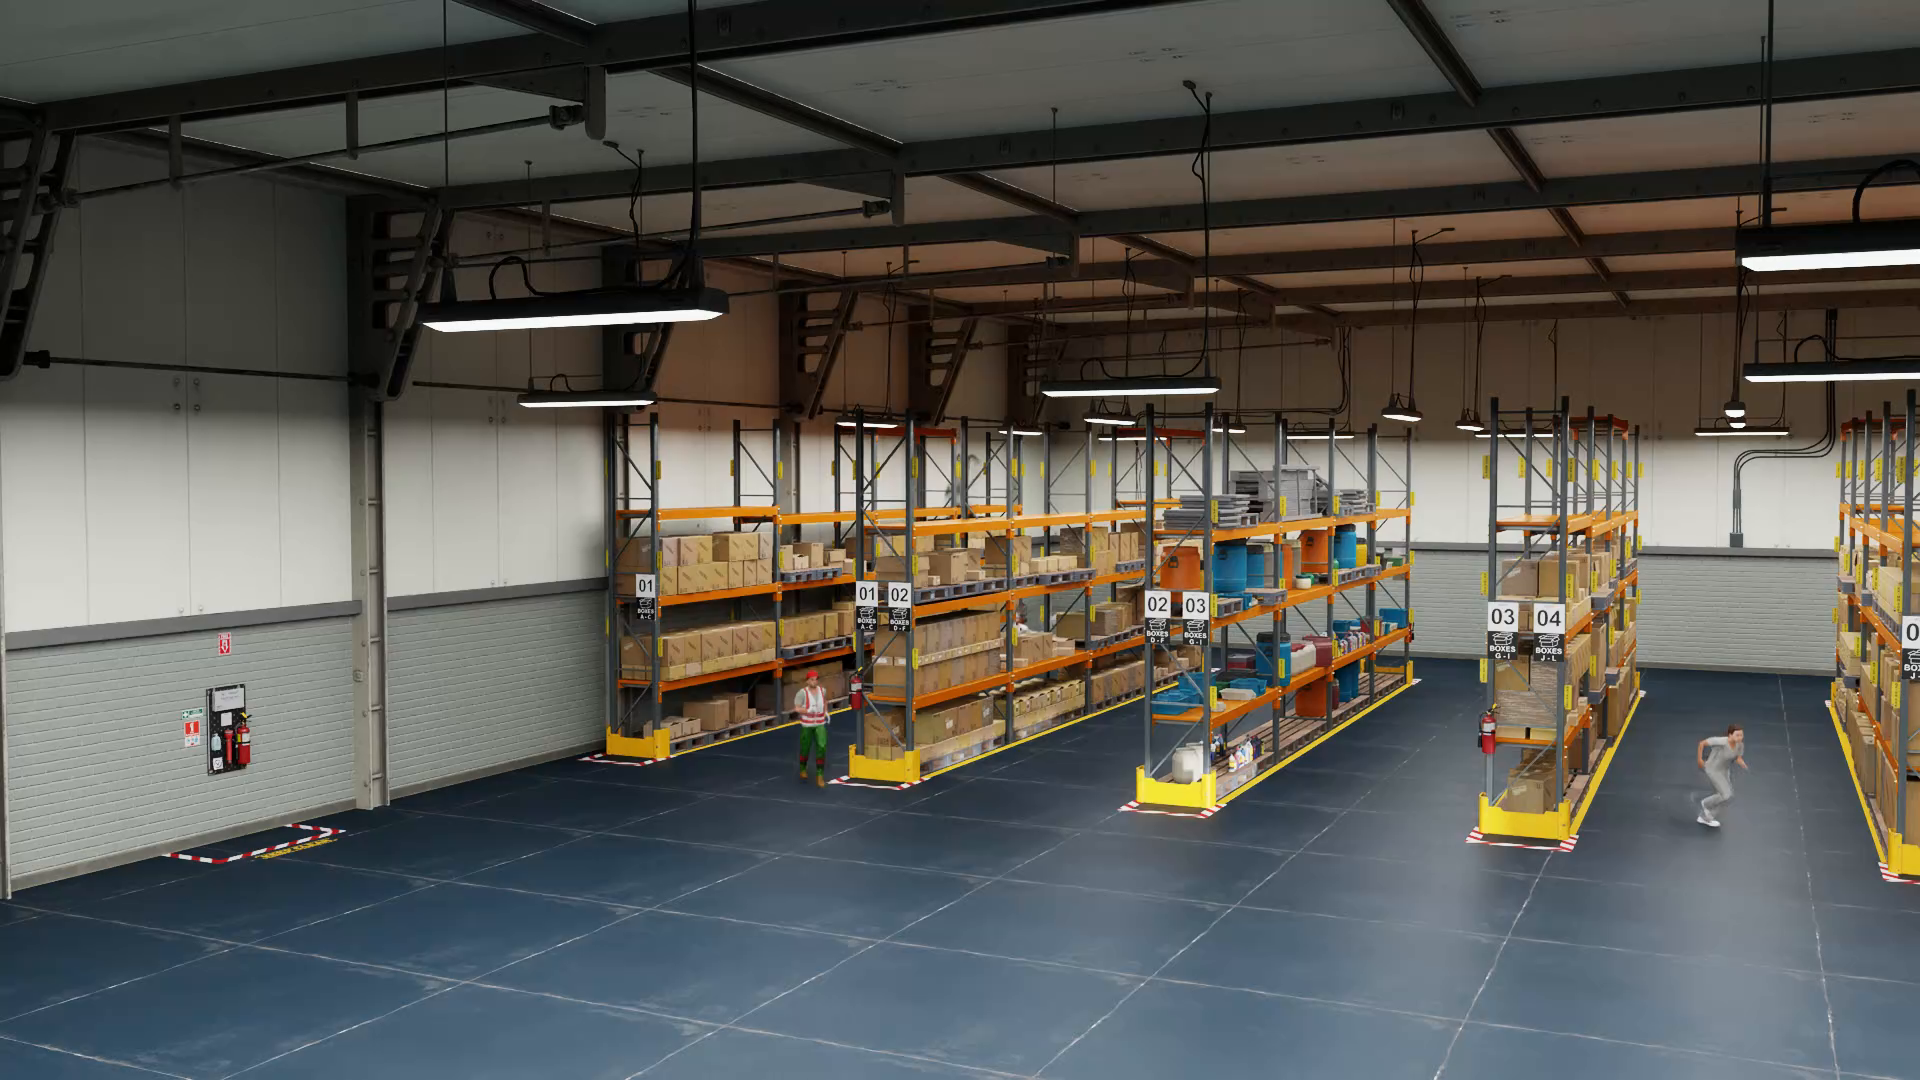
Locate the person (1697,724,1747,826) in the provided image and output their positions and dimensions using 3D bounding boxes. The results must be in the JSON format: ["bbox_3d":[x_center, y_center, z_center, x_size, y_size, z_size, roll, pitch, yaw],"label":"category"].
[{"bbox_3d":[10.586,3.278,23.163,0.590,1.503,0.810,-1,3,-18],"label":"person"}]

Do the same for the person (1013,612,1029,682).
[{"bbox_3d":[1.348,2.532,39.277,0.612,1.658,0.548,1,3,21],"label":"person"}]

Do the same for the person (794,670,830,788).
[{"bbox_3d":[-2.349,2.982,26.473,0.647,1.841,0.886,-1,3,-21],"label":"person"}]
